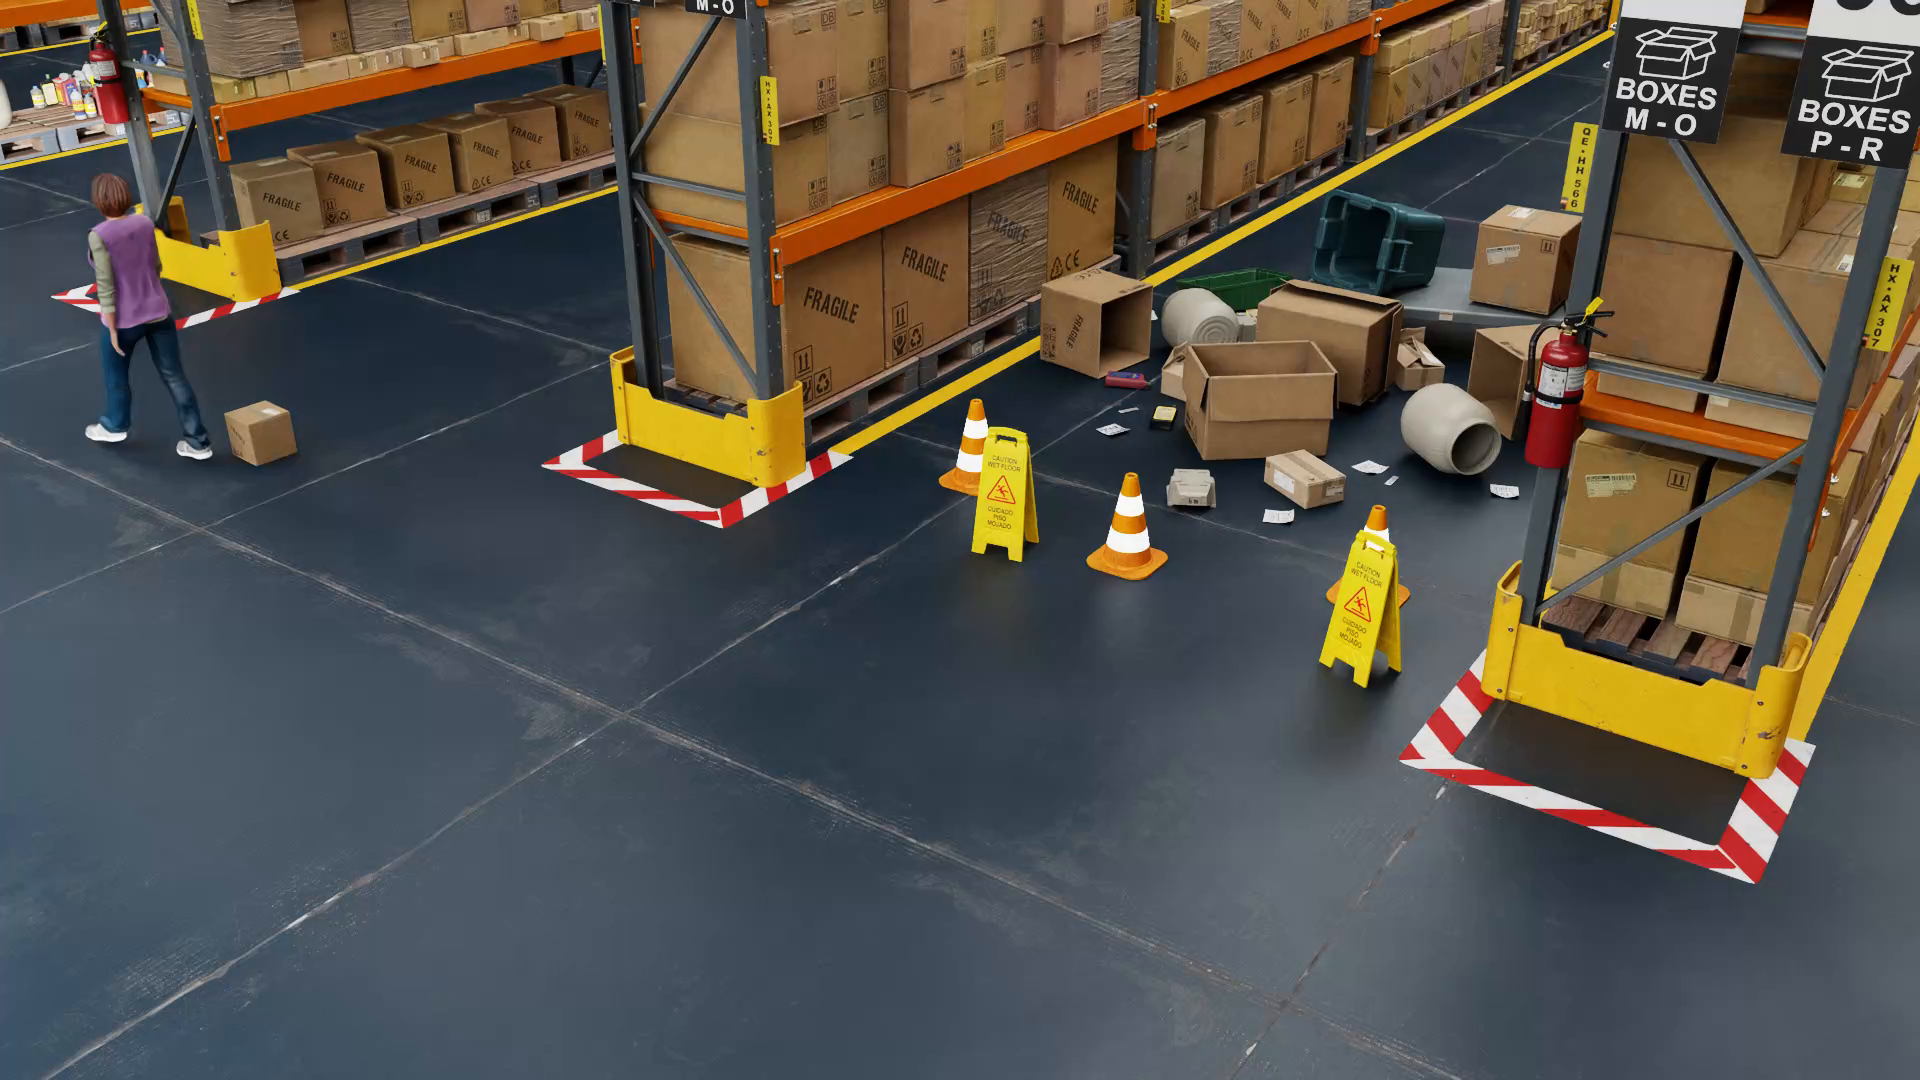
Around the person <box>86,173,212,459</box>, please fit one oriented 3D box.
[{"bbox_3d":[-4.479,-1.223,8.973,0.873,1.557,0.438,18,32,31],"label":"person"}]
